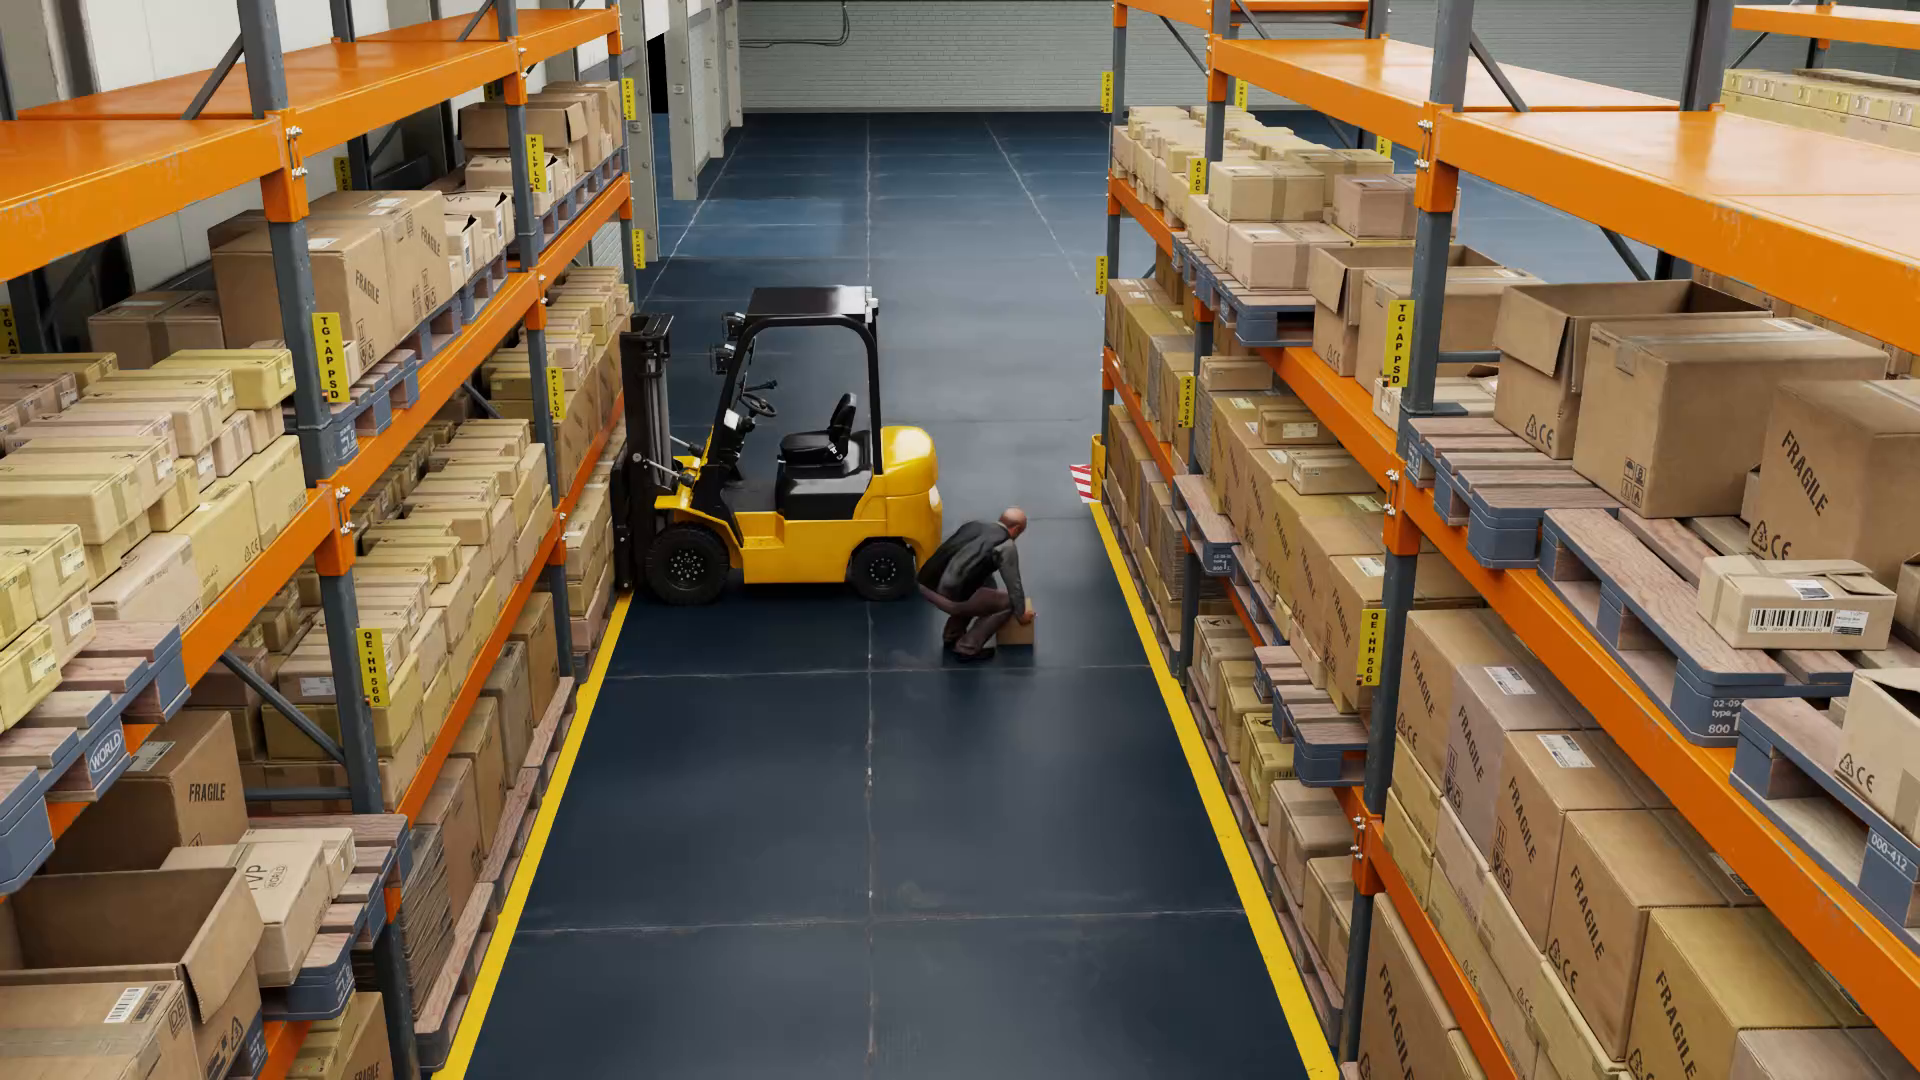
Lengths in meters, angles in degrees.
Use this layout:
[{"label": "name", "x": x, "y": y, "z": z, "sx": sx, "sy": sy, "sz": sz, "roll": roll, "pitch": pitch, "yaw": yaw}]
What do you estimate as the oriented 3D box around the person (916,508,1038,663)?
[{"label": "person", "x": 0.110, "y": 0.300, "z": 11.430, "sx": 0.861, "sy": 0.945, "sz": 0.543, "roll": -12, "pitch": 24, "yaw": -30}]
